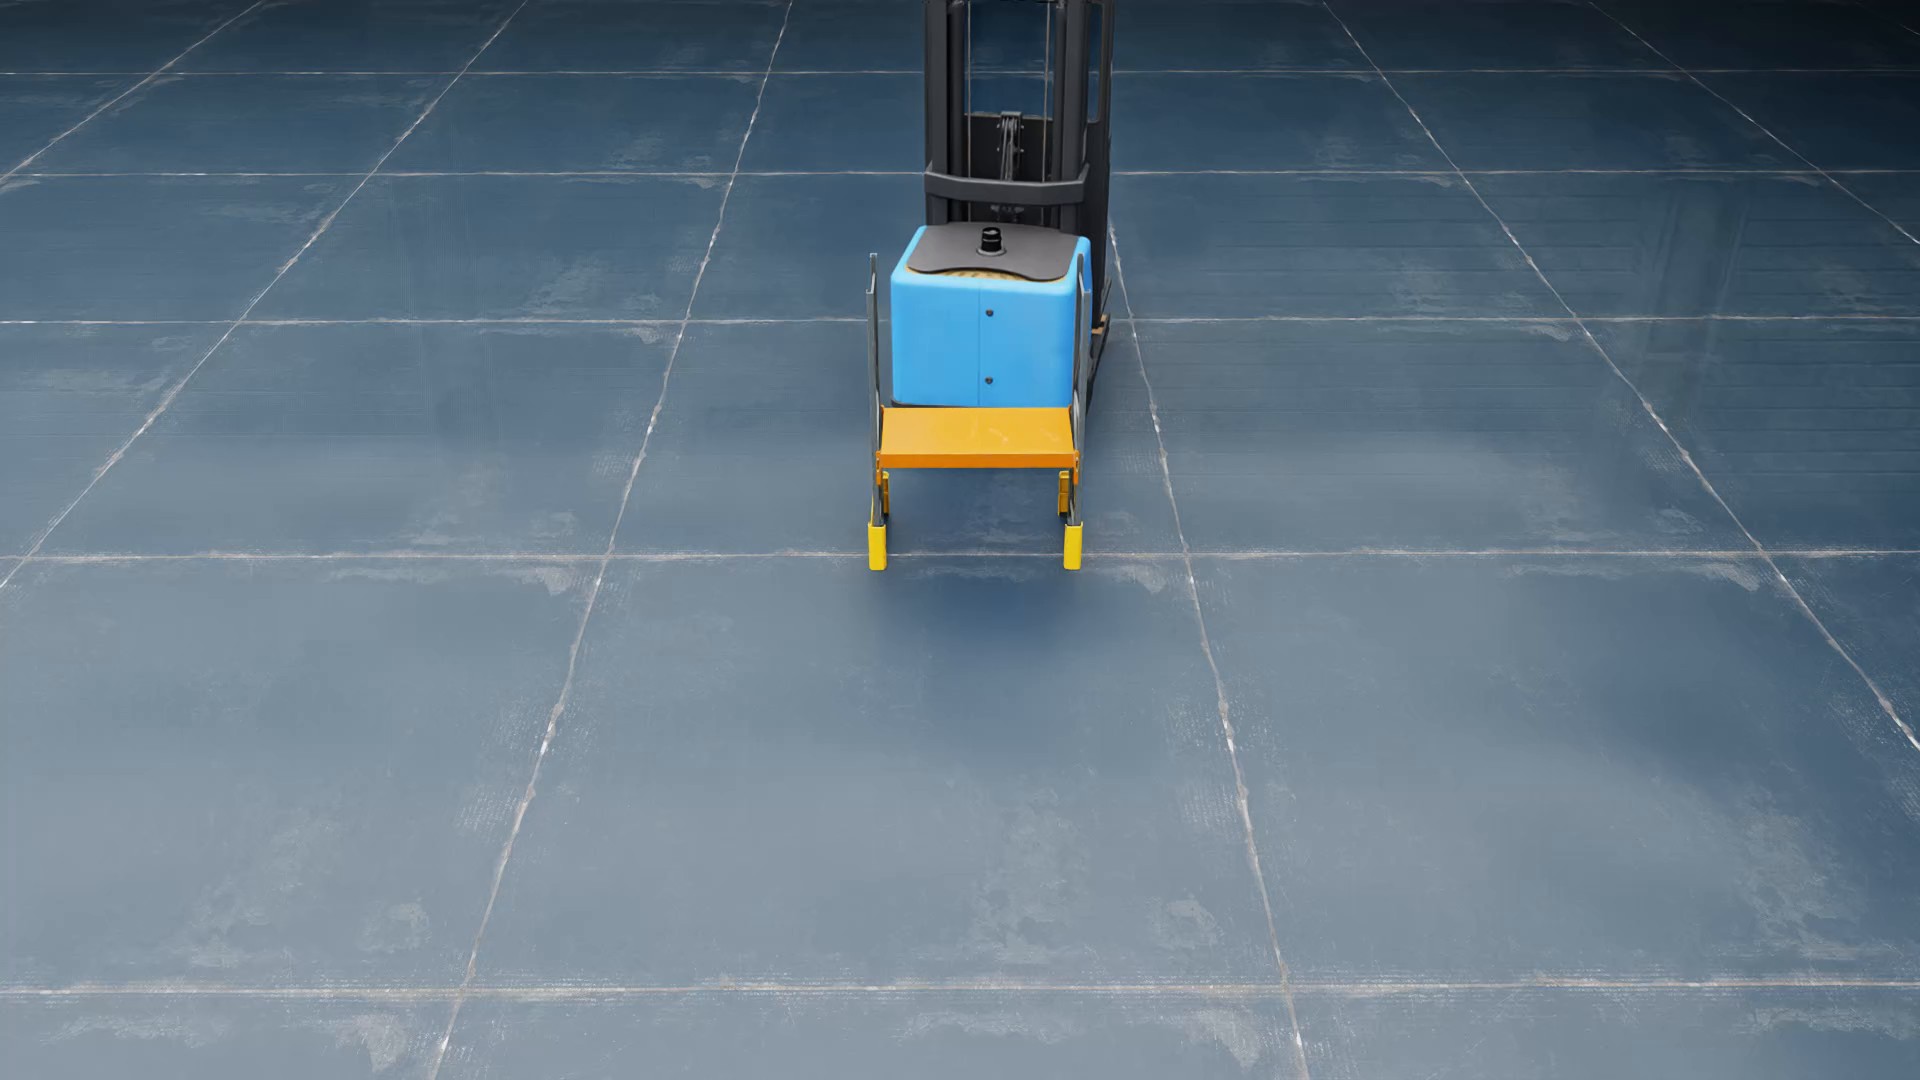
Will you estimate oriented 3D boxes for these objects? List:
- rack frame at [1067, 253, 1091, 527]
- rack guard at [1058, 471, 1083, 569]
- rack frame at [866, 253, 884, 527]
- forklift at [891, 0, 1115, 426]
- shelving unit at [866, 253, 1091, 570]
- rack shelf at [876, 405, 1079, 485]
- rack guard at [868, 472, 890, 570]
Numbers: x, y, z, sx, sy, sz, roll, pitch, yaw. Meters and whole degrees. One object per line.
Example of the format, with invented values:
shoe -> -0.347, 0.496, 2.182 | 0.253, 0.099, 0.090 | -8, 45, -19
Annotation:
rack frame -> 0.594, -0.643, 8.364 | 0.032, 1.500, 0.500 | 0, 31, 0
rack guard -> 0.574, -0.109, 8.688 | 0.087, 0.250, 0.587 | 0, 31, 0
rack frame -> -0.423, -0.640, 8.359 | 0.032, 1.500, 0.500 | 0, 31, 0
forklift -> 0.378, -2.490, 10.028 | 1.130, 2.935, 3.031 | 5, 32, 9
shelving unit -> 0.076, -0.641, 8.361 | 1.083, 1.500, 0.587 | 0, 31, 0
rack shelf -> 0.085, -0.488, 8.455 | 1.000, 0.185, 0.538 | 0, 31, 0
rack guard -> -0.422, -0.106, 8.683 | 0.087, 0.250, 0.587 | 0, 31, 0
